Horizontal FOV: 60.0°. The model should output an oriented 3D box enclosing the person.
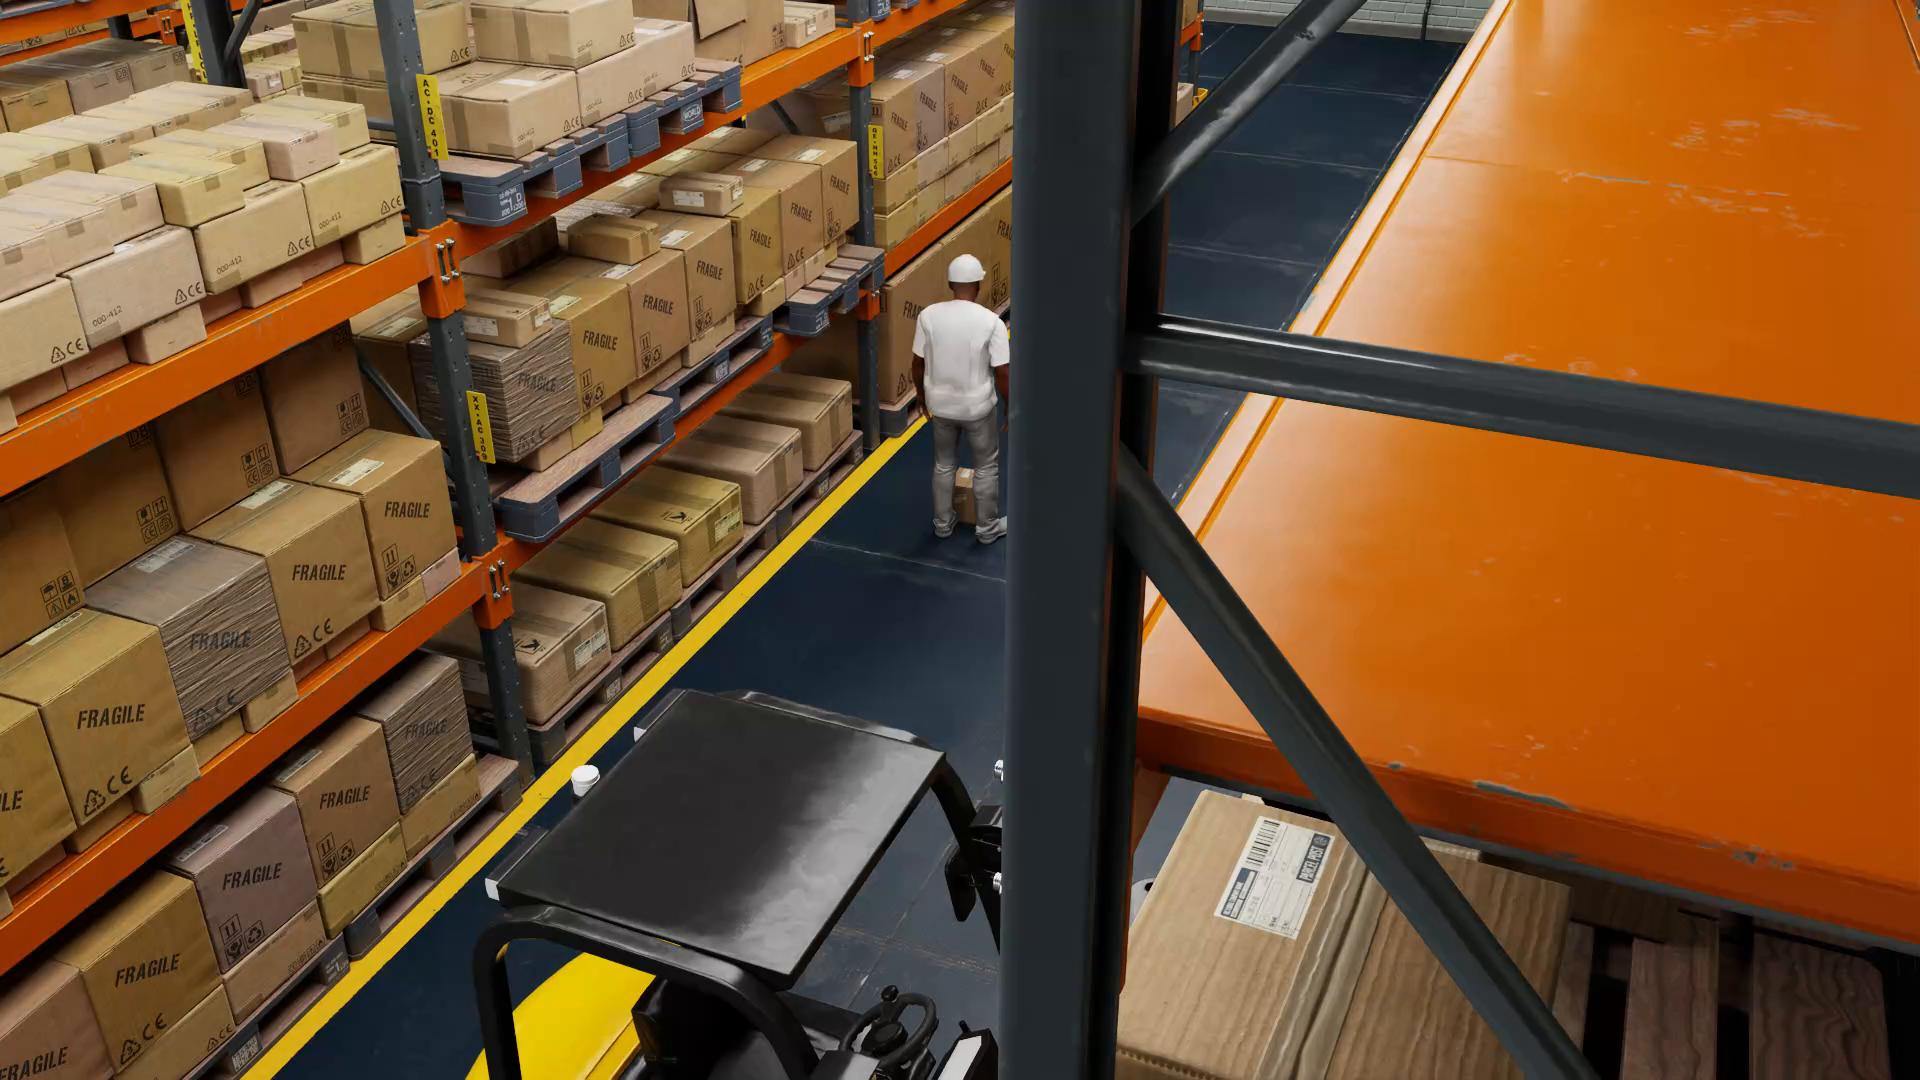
[{"bbox_3d":[0.028,-0.821,9.833,0.626,1.761,0.459,10,31,18],"label":"person"}]
